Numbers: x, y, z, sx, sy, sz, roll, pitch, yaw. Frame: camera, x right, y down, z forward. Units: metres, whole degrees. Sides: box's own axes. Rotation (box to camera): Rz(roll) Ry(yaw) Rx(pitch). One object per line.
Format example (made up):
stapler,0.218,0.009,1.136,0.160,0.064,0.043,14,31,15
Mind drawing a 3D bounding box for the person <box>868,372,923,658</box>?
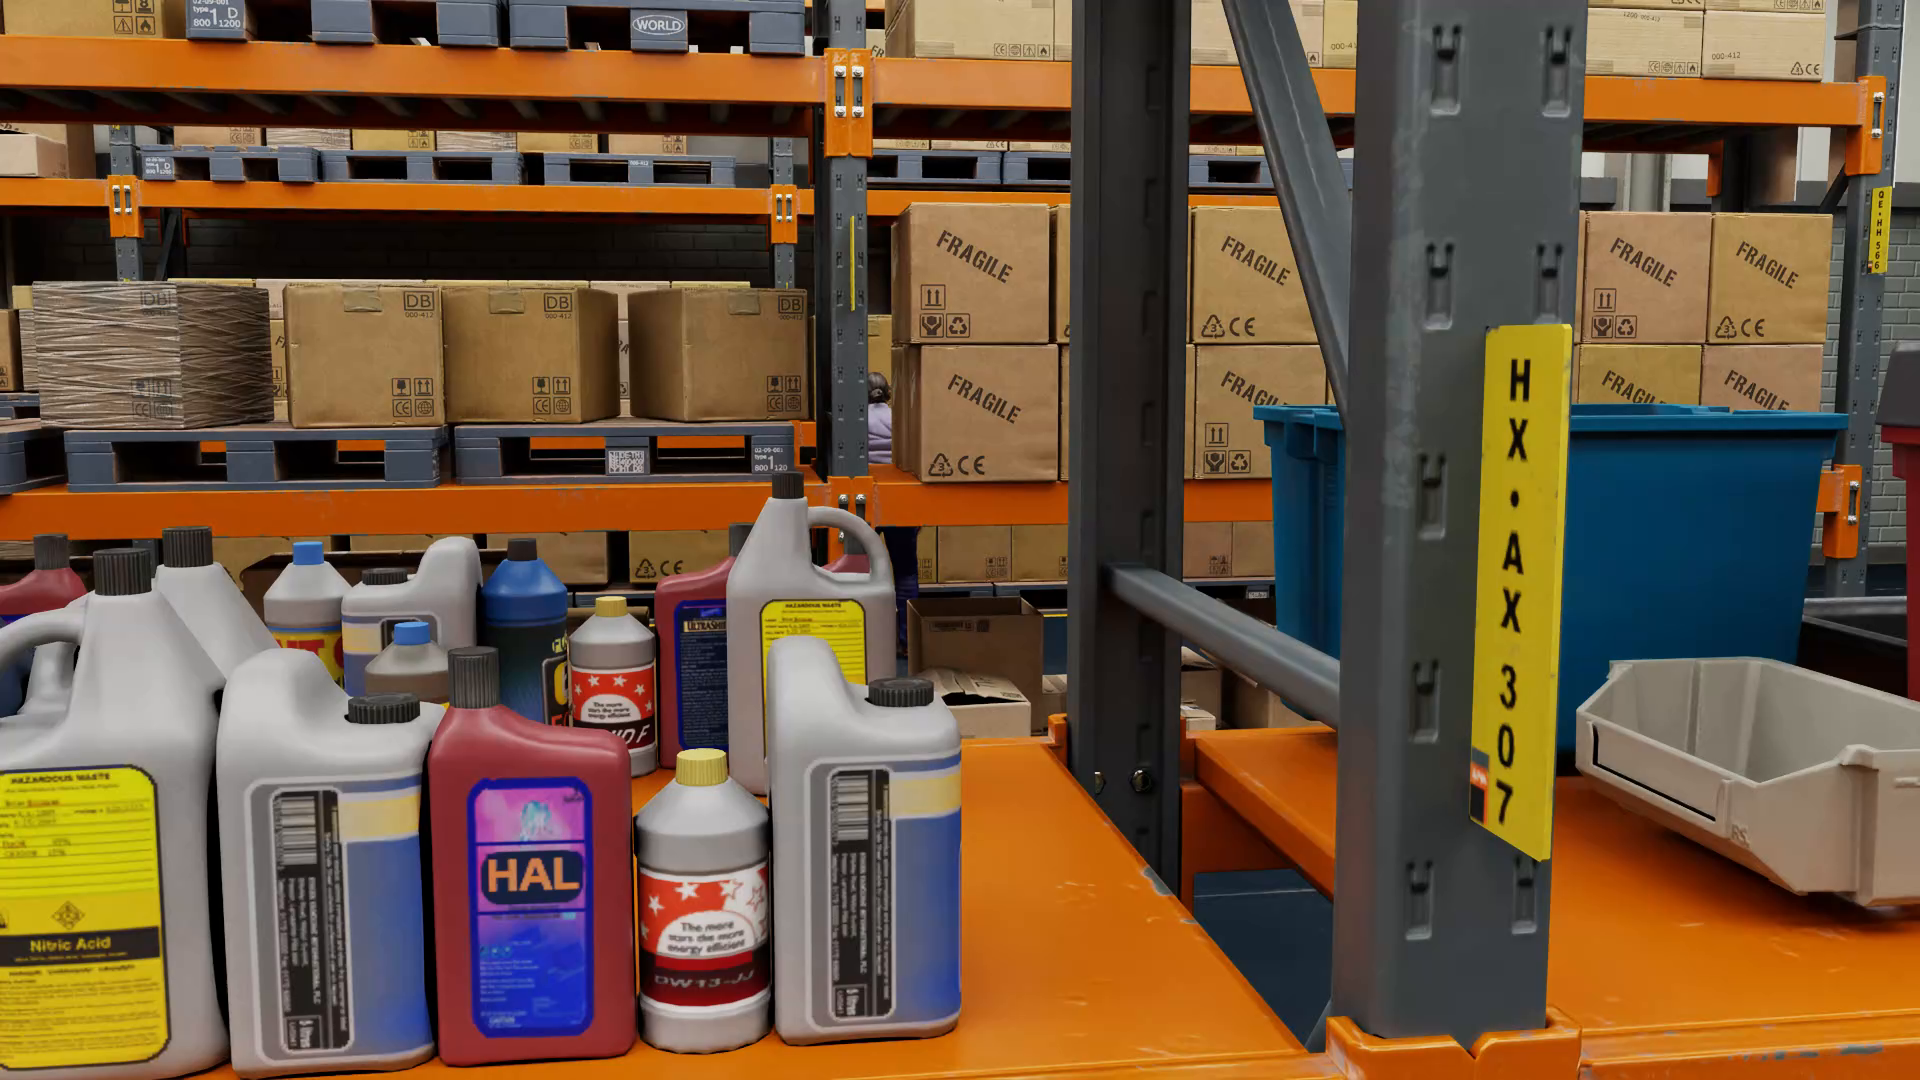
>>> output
person,-0.457,-0.140,9.586,0.537,1.651,0.419,-1,7,-9
